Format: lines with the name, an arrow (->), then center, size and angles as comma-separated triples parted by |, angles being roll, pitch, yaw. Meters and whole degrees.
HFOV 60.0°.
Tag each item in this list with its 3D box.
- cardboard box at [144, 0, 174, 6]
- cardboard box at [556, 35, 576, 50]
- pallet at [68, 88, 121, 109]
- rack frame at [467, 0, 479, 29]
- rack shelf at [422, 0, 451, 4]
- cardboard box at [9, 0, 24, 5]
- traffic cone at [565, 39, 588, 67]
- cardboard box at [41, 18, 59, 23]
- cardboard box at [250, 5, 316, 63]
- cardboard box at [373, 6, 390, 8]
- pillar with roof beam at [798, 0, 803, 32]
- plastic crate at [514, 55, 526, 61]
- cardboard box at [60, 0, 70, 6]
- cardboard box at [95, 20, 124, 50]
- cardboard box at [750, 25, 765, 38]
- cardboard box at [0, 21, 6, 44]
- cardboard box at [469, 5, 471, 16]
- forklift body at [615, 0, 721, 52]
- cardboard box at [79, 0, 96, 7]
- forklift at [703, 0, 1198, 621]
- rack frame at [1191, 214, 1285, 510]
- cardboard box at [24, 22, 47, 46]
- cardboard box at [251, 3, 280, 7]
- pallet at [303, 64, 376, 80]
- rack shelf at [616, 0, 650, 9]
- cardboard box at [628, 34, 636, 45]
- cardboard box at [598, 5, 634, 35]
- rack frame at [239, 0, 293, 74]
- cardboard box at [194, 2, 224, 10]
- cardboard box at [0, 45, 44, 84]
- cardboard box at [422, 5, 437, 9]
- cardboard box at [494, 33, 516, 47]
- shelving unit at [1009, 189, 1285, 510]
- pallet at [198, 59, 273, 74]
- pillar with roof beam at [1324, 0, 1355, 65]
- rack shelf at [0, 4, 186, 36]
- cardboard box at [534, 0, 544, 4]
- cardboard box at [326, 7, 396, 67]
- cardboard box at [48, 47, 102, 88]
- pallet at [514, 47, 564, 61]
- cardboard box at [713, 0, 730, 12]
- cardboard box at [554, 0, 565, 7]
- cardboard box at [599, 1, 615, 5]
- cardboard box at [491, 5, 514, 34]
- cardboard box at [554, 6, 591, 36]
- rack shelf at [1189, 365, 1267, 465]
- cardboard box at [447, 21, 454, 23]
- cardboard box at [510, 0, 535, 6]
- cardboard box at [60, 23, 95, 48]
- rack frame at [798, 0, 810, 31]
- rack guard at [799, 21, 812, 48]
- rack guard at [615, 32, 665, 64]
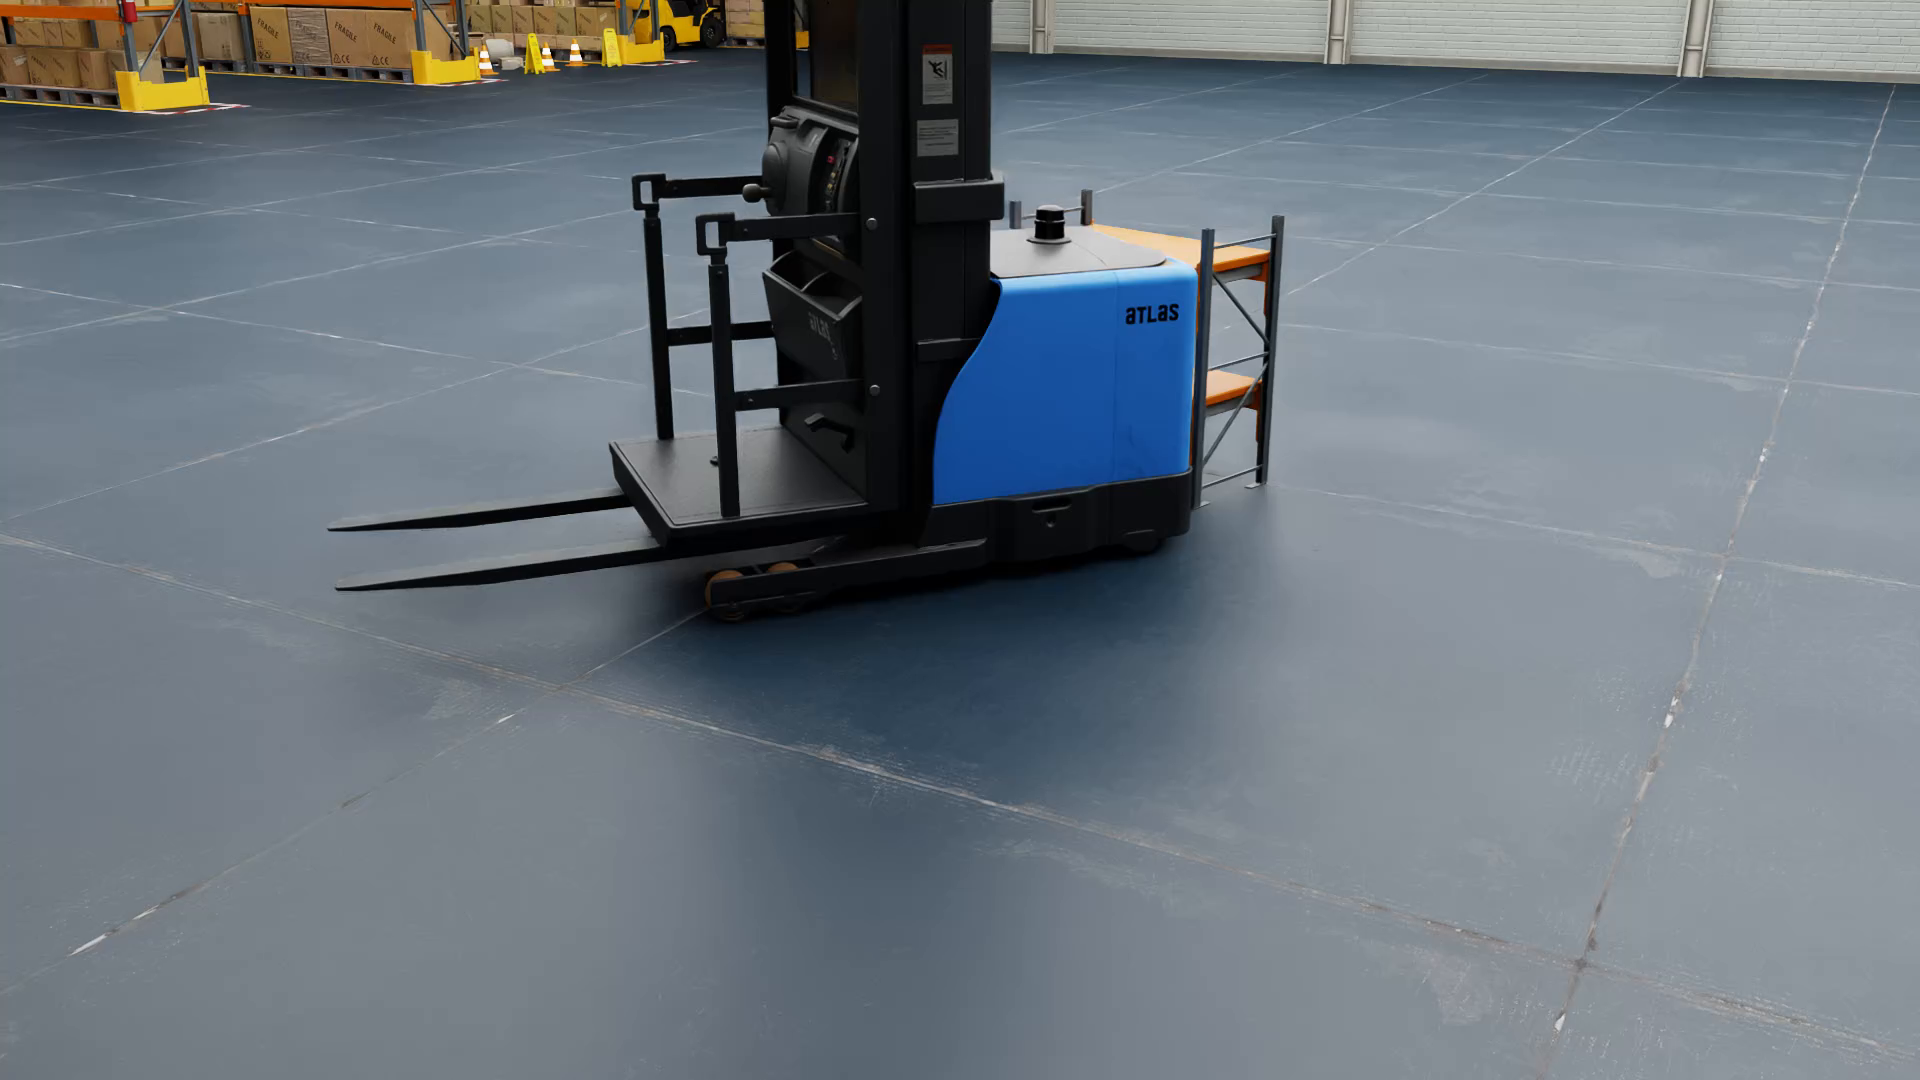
cardboard box -> -10.829, -7.270, 22.376 | 0.250, 0.149, 0.380 | 11, 23, 27
cardboard box -> -7.149, -9.267, 30.931 | 0.500, 0.250, 0.500 | 11, 23, 27
pallet -> -11.455, -6.117, 22.919 | 1.213, 0.211, 1.003 | 11, 23, 27
rack frame -> -9.354, -10.886, 31.977 | 0.053, 2.616, 0.949 | 11, 23, 27
rack shelf -> -9.936, -8.816, 27.038 | 3.809, 0.124, 0.919 | 11, 23, 27
cardboard box -> -12.832, -7.446, 22.861 | 0.250, 0.149, 0.380 | 11, 23, 27
traffic cone -> -6.868, -8.715, 29.711 | 0.334, 0.463, 0.336 | 11, 23, 27
cardboard box -> -16.345, -9.551, 30.247 | 0.500, 0.250, 0.500 | 11, 23, 28
cardboard box -> -11.167, -8.468, 27.810 | 0.875, 0.875, 0.875 | 11, 23, 28
cardboard box -> -13.610, -12.569, 39.665 | 0.500, 0.500, 0.500 | 12, 23, 30
pillar with roof beam -> -5.714, -13.621, 30.718 | 0.400, 9.000, 9.100 | 11, 23, 27
plastic crate -> -8.385, -9.007, 31.079 | 0.583, 0.080, 0.402 | 3, 20, 9
cardboard box -> -11.916, -7.306, 22.474 | 0.250, 0.149, 0.380 | 11, 23, 27
cardboard box -> -14.686, -9.072, 29.658 | 0.750, 0.750, 1.050 | 10, 22, 27
cardboard box -> -4.011, -10.587, 34.569 | 0.500, 0.250, 0.500 | 11, 23, 28
cardboard box -> -17.688, -9.458, 31.090 | 0.500, 0.500, 0.500 | 12, 23, 30
cardboard box -> -10.905, -12.057, 38.255 | 0.500, 0.500, 0.500 | 12, 23, 29
forklift body -> -5.992, -11.071, 33.732 | 1.214, 2.155, 2.313 | 11, 23, 27
cardboard box -> -11.508, -7.205, 22.199 | 0.250, 0.149, 0.380 | 11, 23, 27
forklift -> -0.702, -1.310, 5.678 | 3.031, 2.935, 1.130 | -8, 21, -21
rack frame -> 1.110, -0.712, 6.680 | 0.500, 1.125, 0.032 | -19, 27, -41
cardboard box -> -16.797, -9.284, 30.611 | 0.500, 0.500, 0.500 | 10, 22, 25
cardboard box -> -14.187, -11.038, 34.896 | 0.875, 0.875, 0.875 | 11, 23, 28
pallet -> -9.987, -7.731, 27.369 | 1.213, 0.211, 1.003 | 11, 23, 27
rack shelf -> -7.610, -10.214, 31.180 | 4.000, 0.370, 1.077 | 11, 23, 27
cardboard box -> -6.433, -9.341, 31.134 | 0.500, 0.250, 0.500 | 11, 22, 27
cardboard box -> -6.454, -9.697, 31.017 | 0.500, 0.500, 0.500 | 10, 22, 26
rack frame -> -11.682, -9.395, 27.865 | 0.127, 3.000, 1.000 | 11, 23, 27
cardboard box -> -15.760, -11.335, 35.714 | 0.875, 0.875, 0.875 | 12, 23, 29
cardboard box -> -13.356, -6.786, 23.723 | 0.500, 0.500, 0.500 | -17, 26, -39
cardboard box -> -12.257, -12.311, 38.954 | 0.500, 0.500, 0.500 | 10, 22, 25
cardboard box -> -8.501, -9.526, 31.644 | 0.500, 0.250, 0.500 | 12, 23, 30
shelving unit -> 0.753, -0.836, 7.021 | 0.538, 1.125, 1.048 | -19, 27, -41
pallet -> -12.392, -8.190, 28.632 | 1.213, 0.211, 1.003 | 11, 23, 27
pillar with roof beam -> 4.762, -11.625, 25.217 | 0.400, 9.000, 9.100 | 11, 23, 27
rack shelf -> -12.443, -7.264, 23.047 | 4.000, 0.370, 1.077 | 11, 23, 27
cardboard box -> -9.318, -11.895, 37.626 | 0.625, 0.625, 0.875 | 12, 23, 29
cardboard box -> -9.583, -8.167, 26.980 | 0.875, 0.875, 0.875 | 10, 22, 26
cardboard box -> -12.310, -6.600, 23.210 | 0.500, 0.500, 0.500 | 13, 24, 32
pallet -> -7.683, -9.270, 31.612 | 1.213, 0.211, 1.003 | 11, 23, 27
cardboard box -> -4.895, -11.221, 34.850 | 0.500, 0.250, 0.500 | 11, 23, 28
cardboard box -> -7.262, -9.921, 30.683 | 0.250, 0.149, 0.380 | 11, 23, 28
cardboard box -> -7.400, -11.528, 36.613 | 0.625, 0.625, 0.875 | 12, 23, 30
cardboard box -> -8.499, -9.878, 31.515 | 0.500, 0.500, 0.500 | 12, 23, 29
cardboard box -> -7.148, -9.619, 30.799 | 0.500, 0.500, 0.500 | 12, 23, 29
rack shelf -> 0.753, -0.606, 7.104 | 0.538, 0.278, 1.000 | -19, 27, -41
cardboard box -> -10.444, -10.052, 32.916 | 0.625, 0.372, 0.950 | 12, 23, 31
cardboard box -> -8.207, -10.101, 31.179 | 0.250, 0.149, 0.380 | 12, 23, 30
cardboard box -> -15.876, -9.114, 30.141 | 0.500, 0.500, 0.500 | 11, 23, 27
rack frame -> -3.446, -11.698, 34.215 | 0.127, 3.000, 1.000 | 11, 23, 27
rack guard -> -3.425, -10.519, 34.631 | 0.348, 0.500, 1.175 | 11, 23, 27
rack guard -> -5.930, -9.057, 30.601 | 0.348, 0.500, 1.175 | 11, 23, 27
